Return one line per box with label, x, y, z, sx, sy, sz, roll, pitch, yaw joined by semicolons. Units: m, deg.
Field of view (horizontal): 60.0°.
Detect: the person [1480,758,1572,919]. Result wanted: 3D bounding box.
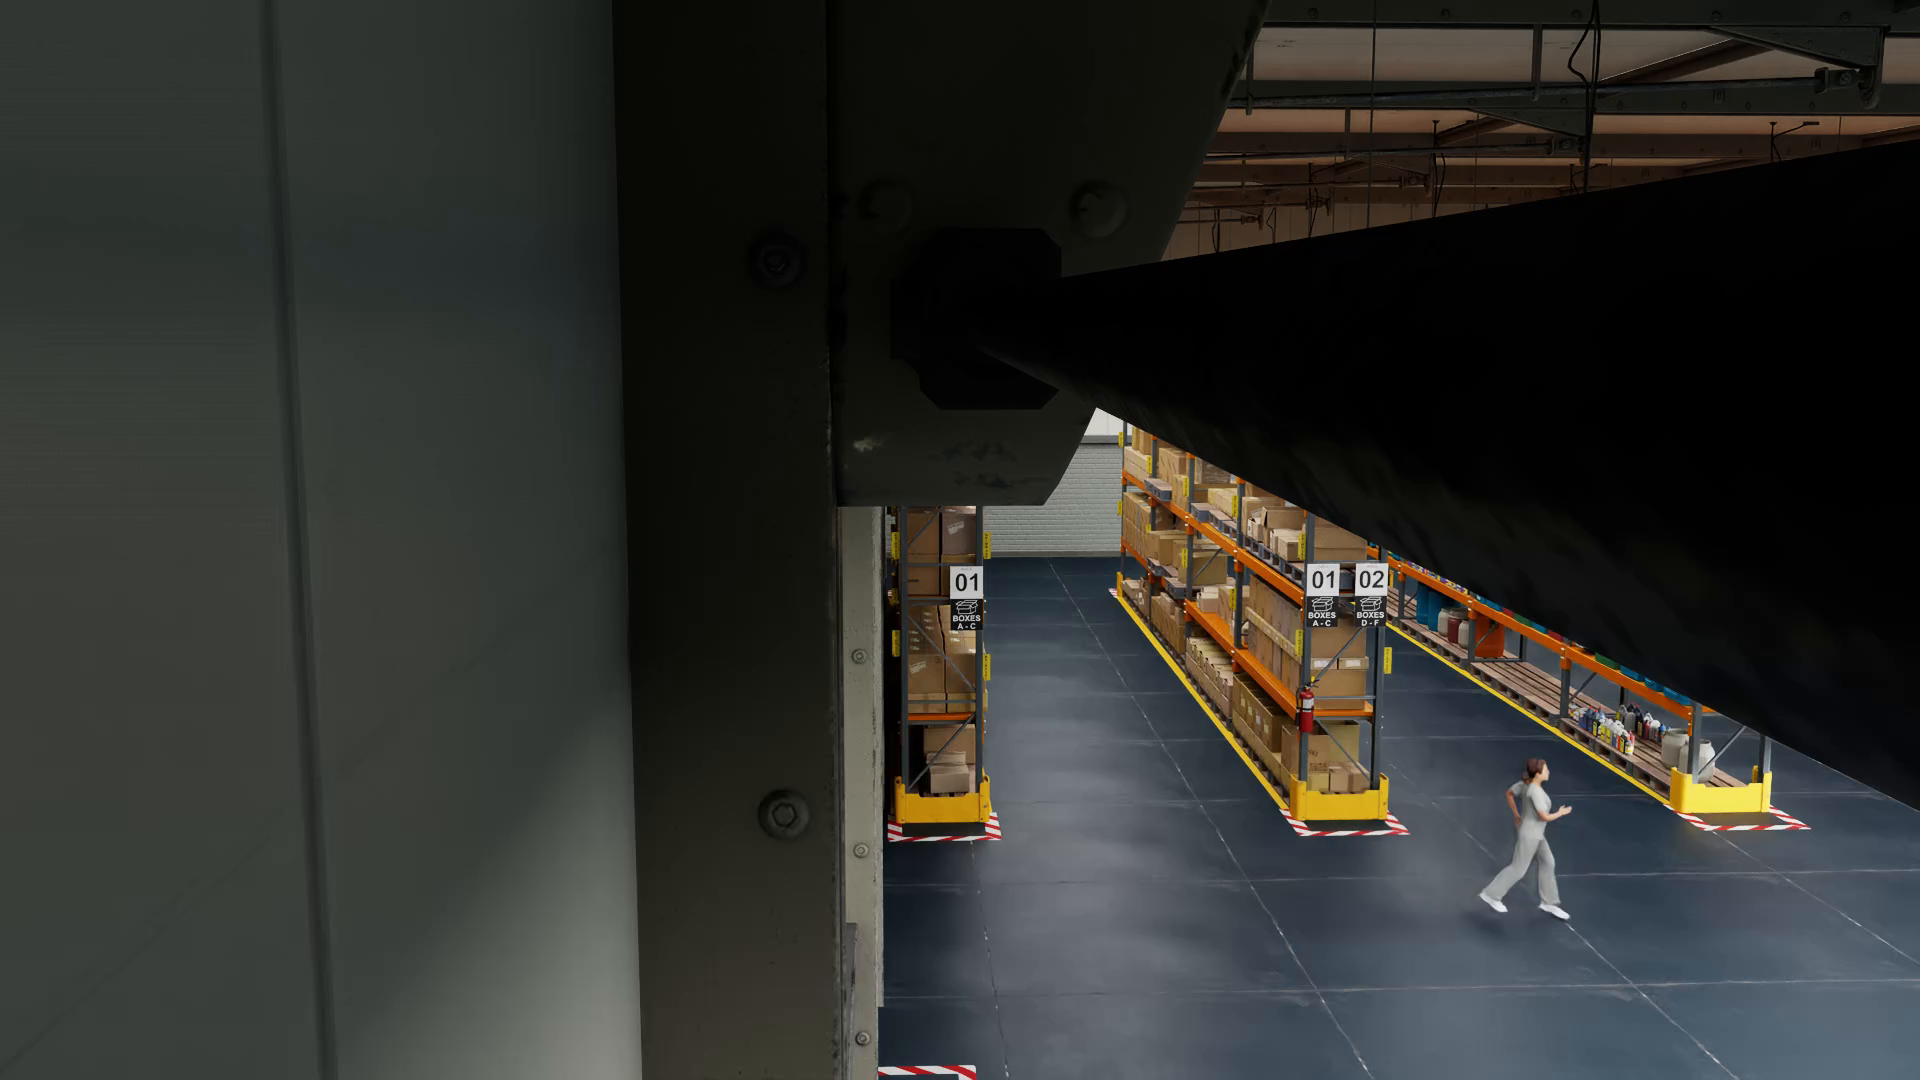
person;5.875;3.079;17.205;0.909;1.697;0.543;2;8;12
